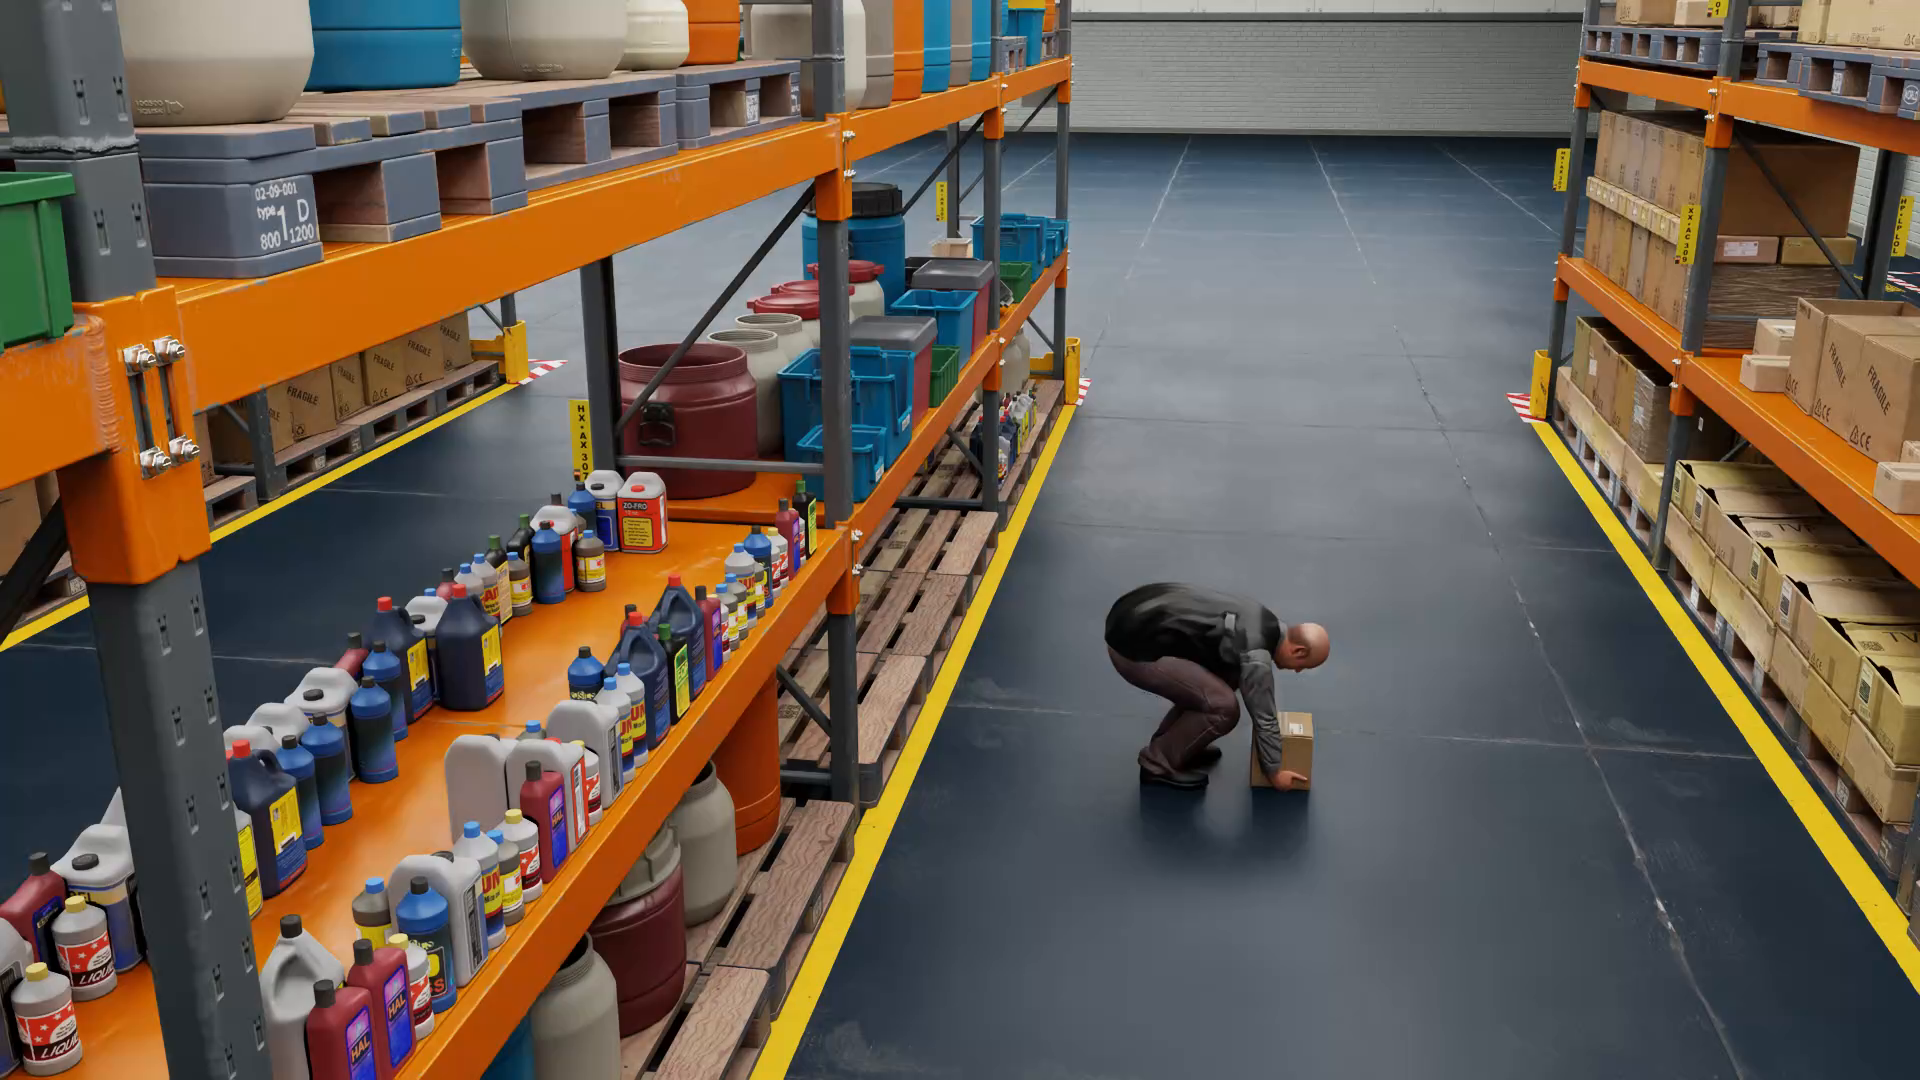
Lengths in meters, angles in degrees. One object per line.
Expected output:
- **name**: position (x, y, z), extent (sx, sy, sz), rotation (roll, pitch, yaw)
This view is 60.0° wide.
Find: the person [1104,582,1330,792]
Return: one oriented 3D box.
- **person**: position (1.094, 0.615, 7.145), extent (0.952, 0.872, 0.505), rotation (2, 18, 7)
